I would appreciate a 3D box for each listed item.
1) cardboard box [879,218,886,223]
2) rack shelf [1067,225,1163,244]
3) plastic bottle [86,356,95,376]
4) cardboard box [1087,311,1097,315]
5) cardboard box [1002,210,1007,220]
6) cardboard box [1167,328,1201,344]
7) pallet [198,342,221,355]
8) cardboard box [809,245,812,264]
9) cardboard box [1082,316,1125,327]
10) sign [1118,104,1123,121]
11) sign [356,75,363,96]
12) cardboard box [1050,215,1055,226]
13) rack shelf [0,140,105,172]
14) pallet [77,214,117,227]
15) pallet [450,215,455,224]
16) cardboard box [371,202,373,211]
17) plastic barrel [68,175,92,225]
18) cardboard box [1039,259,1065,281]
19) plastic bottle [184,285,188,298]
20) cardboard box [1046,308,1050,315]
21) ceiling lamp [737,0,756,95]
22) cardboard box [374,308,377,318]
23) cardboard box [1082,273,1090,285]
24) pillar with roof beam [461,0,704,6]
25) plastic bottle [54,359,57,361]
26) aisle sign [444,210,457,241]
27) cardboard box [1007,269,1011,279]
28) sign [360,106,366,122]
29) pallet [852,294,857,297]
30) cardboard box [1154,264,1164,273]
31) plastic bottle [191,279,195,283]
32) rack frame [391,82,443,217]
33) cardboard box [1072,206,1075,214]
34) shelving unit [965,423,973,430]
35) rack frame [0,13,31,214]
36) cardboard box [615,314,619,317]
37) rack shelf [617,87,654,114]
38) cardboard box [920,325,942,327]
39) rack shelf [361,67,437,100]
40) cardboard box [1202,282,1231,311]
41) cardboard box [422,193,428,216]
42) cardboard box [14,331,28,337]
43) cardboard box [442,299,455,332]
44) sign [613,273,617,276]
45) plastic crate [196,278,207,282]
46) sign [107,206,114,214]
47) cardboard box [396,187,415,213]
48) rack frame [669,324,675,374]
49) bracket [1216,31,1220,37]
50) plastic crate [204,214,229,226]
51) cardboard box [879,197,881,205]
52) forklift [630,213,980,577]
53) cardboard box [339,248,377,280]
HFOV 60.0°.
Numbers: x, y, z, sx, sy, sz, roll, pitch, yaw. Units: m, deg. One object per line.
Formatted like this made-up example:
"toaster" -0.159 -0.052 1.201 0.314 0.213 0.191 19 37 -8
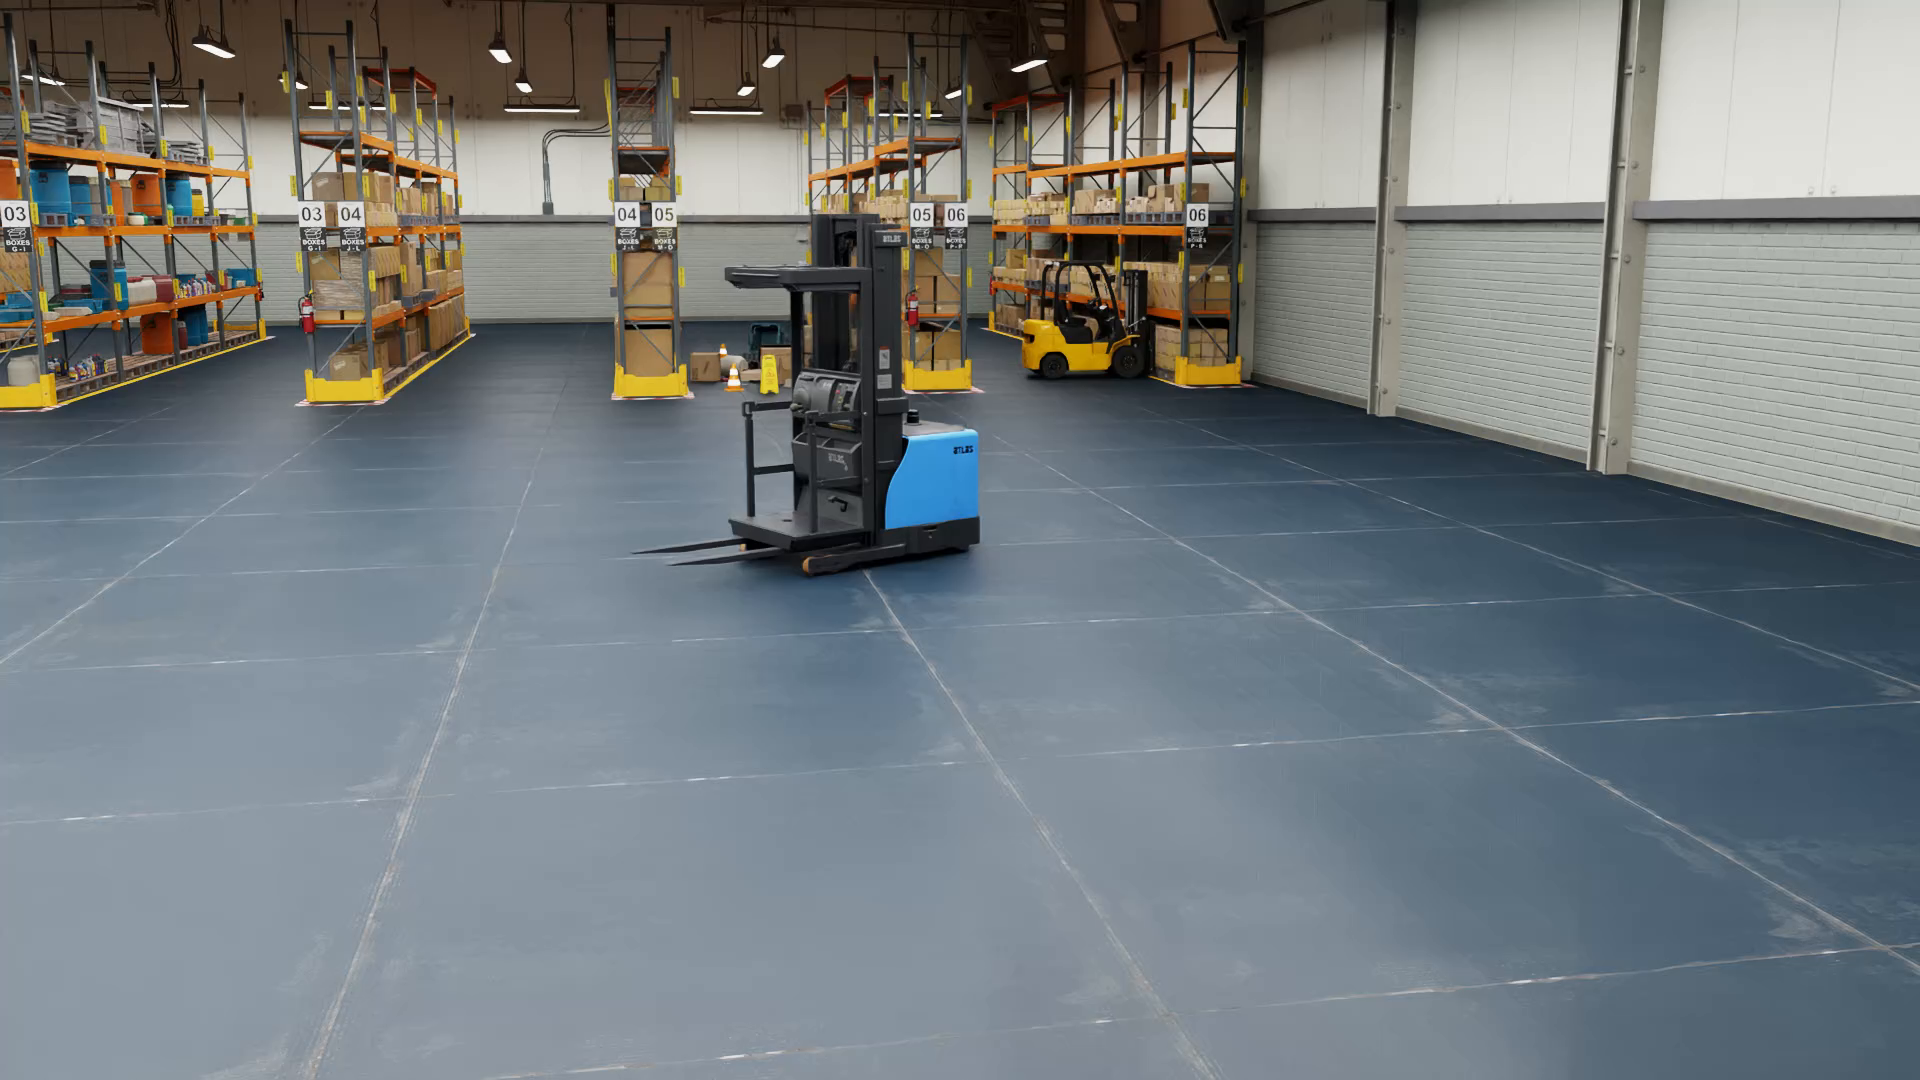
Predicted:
"cardboard box" -1.346 -6.098 31.915 0.380 0.149 0.250 -2 11 -11
"rack shelf" 3.320 -6.532 35.449 1.077 0.370 4.000 -2 11 -11
"plastic bottle" -15.230 -3.036 29.088 0.144 0.351 0.185 -2 11 -11
"cardboard box" 3.135 -5.183 38.285 0.380 0.149 0.250 -2 11 -8
"cardboard box" 1.400 -8.514 43.543 0.500 0.250 0.500 -2 11 -13
"cardboard box" 4.091 -3.731 30.389 0.500 0.250 0.500 -2 11 -9
"pallet" -17.185 -4.278 37.161 1.003 0.211 1.213 -2 11 -11
"cardboard box" -3.679 -7.507 43.726 0.500 0.500 0.500 -2 11 -12
"cardboard box" 3.174 -4.584 36.540 0.875 0.625 0.625 -2 11 -9
"sign" 3.179 -8.468 32.964 0.100 0.325 0.005 -2 11 -11
"sign" -9.570 -7.235 26.483 0.100 0.325 0.005 -2 11 -11
"cardboard box" 2.397 -7.448 38.737 0.500 0.250 0.500 -2 11 -11
"rack shelf" -15.349 -6.354 27.560 1.077 0.370 4.000 -2 11 -11
"pallet" -15.502 -5.576 29.004 1.213 0.211 1.003 -2 11 -11
"pallet" -12.819 -7.775 40.290 1.003 0.211 1.213 -2 11 -11
"cardboard box" -10.037 -5.570 27.805 0.380 0.149 0.250 -2 11 -9
"plastic barrel" -16.050 -6.129 30.064 0.600 0.901 0.708 -2 11 -11
"cardboard box" 2.281 -6.432 39.631 0.700 0.500 0.500 -2 11 -11
"plastic bottle" -16.459 -5.277 35.296 0.097 0.271 0.097 0 11 0
"cardboard box" 2.277 -5.497 39.935 0.380 0.149 0.250 -2 11 -9
"ceiling lamp" -4.695 -11.913 38.164 0.800 3.185 2.000 -2 11 -11
"cardboard box" -9.987 -3.800 27.867 0.380 0.149 0.250 -2 11 -11
"cardboard box" 2.958 -5.672 36.092 0.500 0.250 0.500 -2 11 -12
"pillar with roof beam" -10.332 -14.546 44.344 6.894 0.400 0.400 -2 11 -11
"plastic bottle" -16.017 -3.069 29.459 0.152 0.276 0.135 -2 11 -9
"aisle sign" -12.934 -8.006 42.336 0.394 0.787 0.004 -2 11 -11
"cardboard box" 1.519 -6.947 43.333 0.500 0.250 0.500 -2 11 -13
"sign" -12.202 -8.700 33.971 0.100 0.325 0.005 -2 11 -11
"pallet" -1.694 -5.377 35.989 1.213 0.211 1.003 -2 11 -11
"cardboard box" 3.864 -5.114 31.298 0.380 0.149 0.250 -2 11 -10
"plastic bottle" -16.900 -5.571 36.628 0.144 0.351 0.185 -2 11 -11
"rack frame" -12.436 -8.918 38.037 1.000 3.000 0.127 -2 11 -11
"cardboard box" 2.701 -7.318 36.888 0.380 0.166 0.250 -2 11 -11
"shelving unit" -0.005 -0.527 15.209 0.215 1.050 0.252 -2 11 -12
"rack frame" -14.960 -6.537 25.528 1.000 3.000 0.127 -2 11 -11
"cardboard box" -6.743 -4.385 35.161 1.050 0.750 0.750 -2 11 -12
"rack shelf" -7.940 -10.726 40.571 1.077 0.370 4.000 -2 11 -11
"cardboard box" -0.580 -3.802 31.430 0.500 0.500 0.500 -2 11 -8
"rack shelf" -12.047 -9.830 35.867 1.077 0.370 4.000 -2 11 -11
"cardboard box" 4.663 -4.462 30.401 0.500 0.500 0.500 -2 11 -9
"cardboard box" -12.076 -7.342 36.379 0.797 0.503 0.637 -2 11 -12
"cardboard box" -22.429 -4.944 39.381 0.500 0.250 0.500 -2 11 -11
"cardboard box" -12.486 -5.257 39.409 0.875 0.875 0.875 -2 11 -11
"sign" -6.525 -5.174 31.526 0.100 0.325 0.005 -2 11 -11
"plastic crate" -18.033 -6.118 39.658 0.416 0.233 0.300 -2 11 -11
"sign" -15.197 -5.819 29.756 0.100 0.325 0.005 -2 11 -11
"cardboard box" -11.128 -6.742 33.023 0.500 0.500 0.500 -2 11 -10
"rack frame" -5.995 -4.665 31.740 1.000 3.000 0.127 -2 11 -11
"bracket" 4.807 -9.251 30.158 0.235 0.232 0.430 -2 11 -11
"plastic crate" -17.267 -7.438 38.633 0.497 0.269 0.590 -2 11 -11
"cardboard box" -1.339 -6.490 31.840 0.380 0.149 0.250 -2 11 -9
"forklift" -1.296 -1.250 13.978 3.031 2.935 1.130 -8 14 -37
"cardboard box" -9.942 -4.567 27.486 0.500 0.500 0.500 -2 11 -11
